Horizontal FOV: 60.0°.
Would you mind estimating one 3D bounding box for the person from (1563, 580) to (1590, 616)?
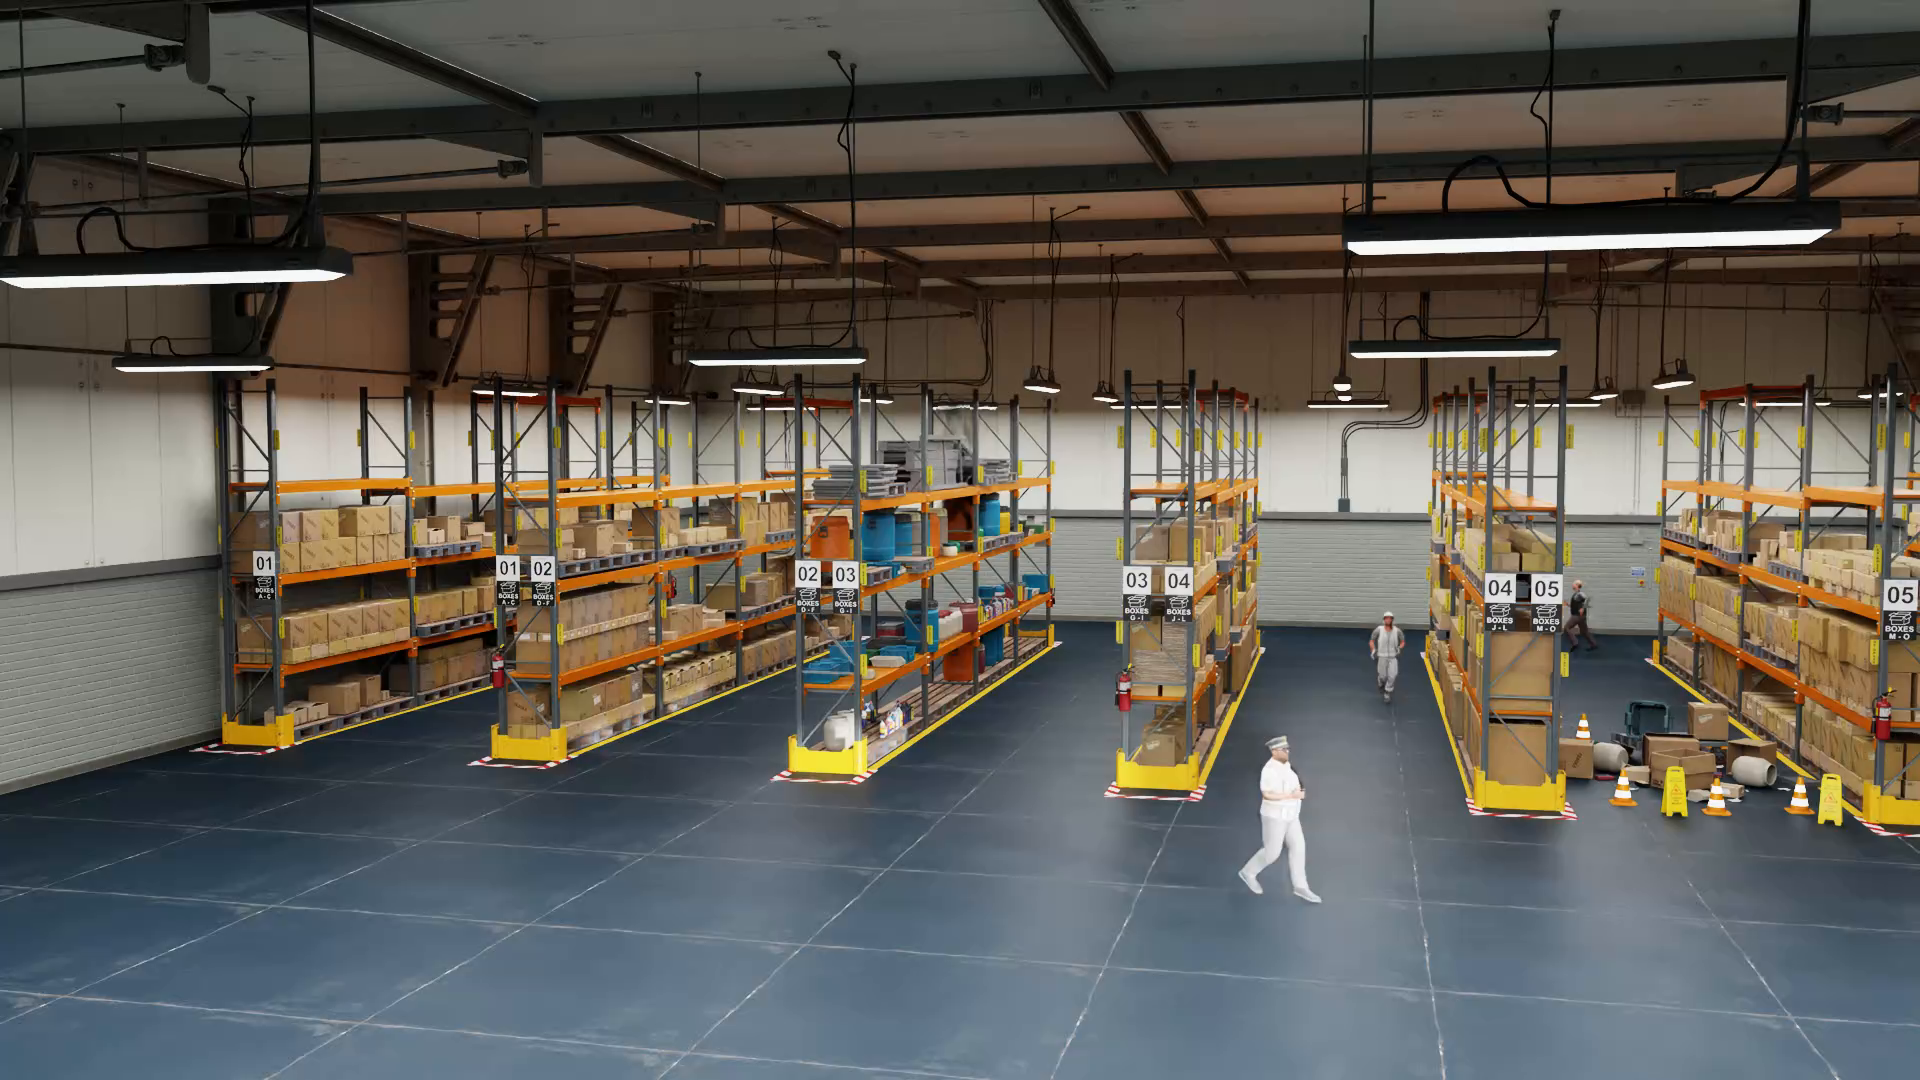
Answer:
[{"bbox_3d":[14.409,1.362,38.945,0.687,0.844,0.662,2,4,24],"label":"person"}]

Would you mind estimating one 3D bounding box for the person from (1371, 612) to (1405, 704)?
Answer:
[{"bbox_3d":[8.166,2.232,31.733,0.627,1.738,0.519,0,3,8],"label":"person"}]

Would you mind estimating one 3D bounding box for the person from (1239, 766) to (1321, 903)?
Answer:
[{"bbox_3d":[3.489,3.183,18.084,0.924,1.412,0.447,3,4,39],"label":"person"}]
